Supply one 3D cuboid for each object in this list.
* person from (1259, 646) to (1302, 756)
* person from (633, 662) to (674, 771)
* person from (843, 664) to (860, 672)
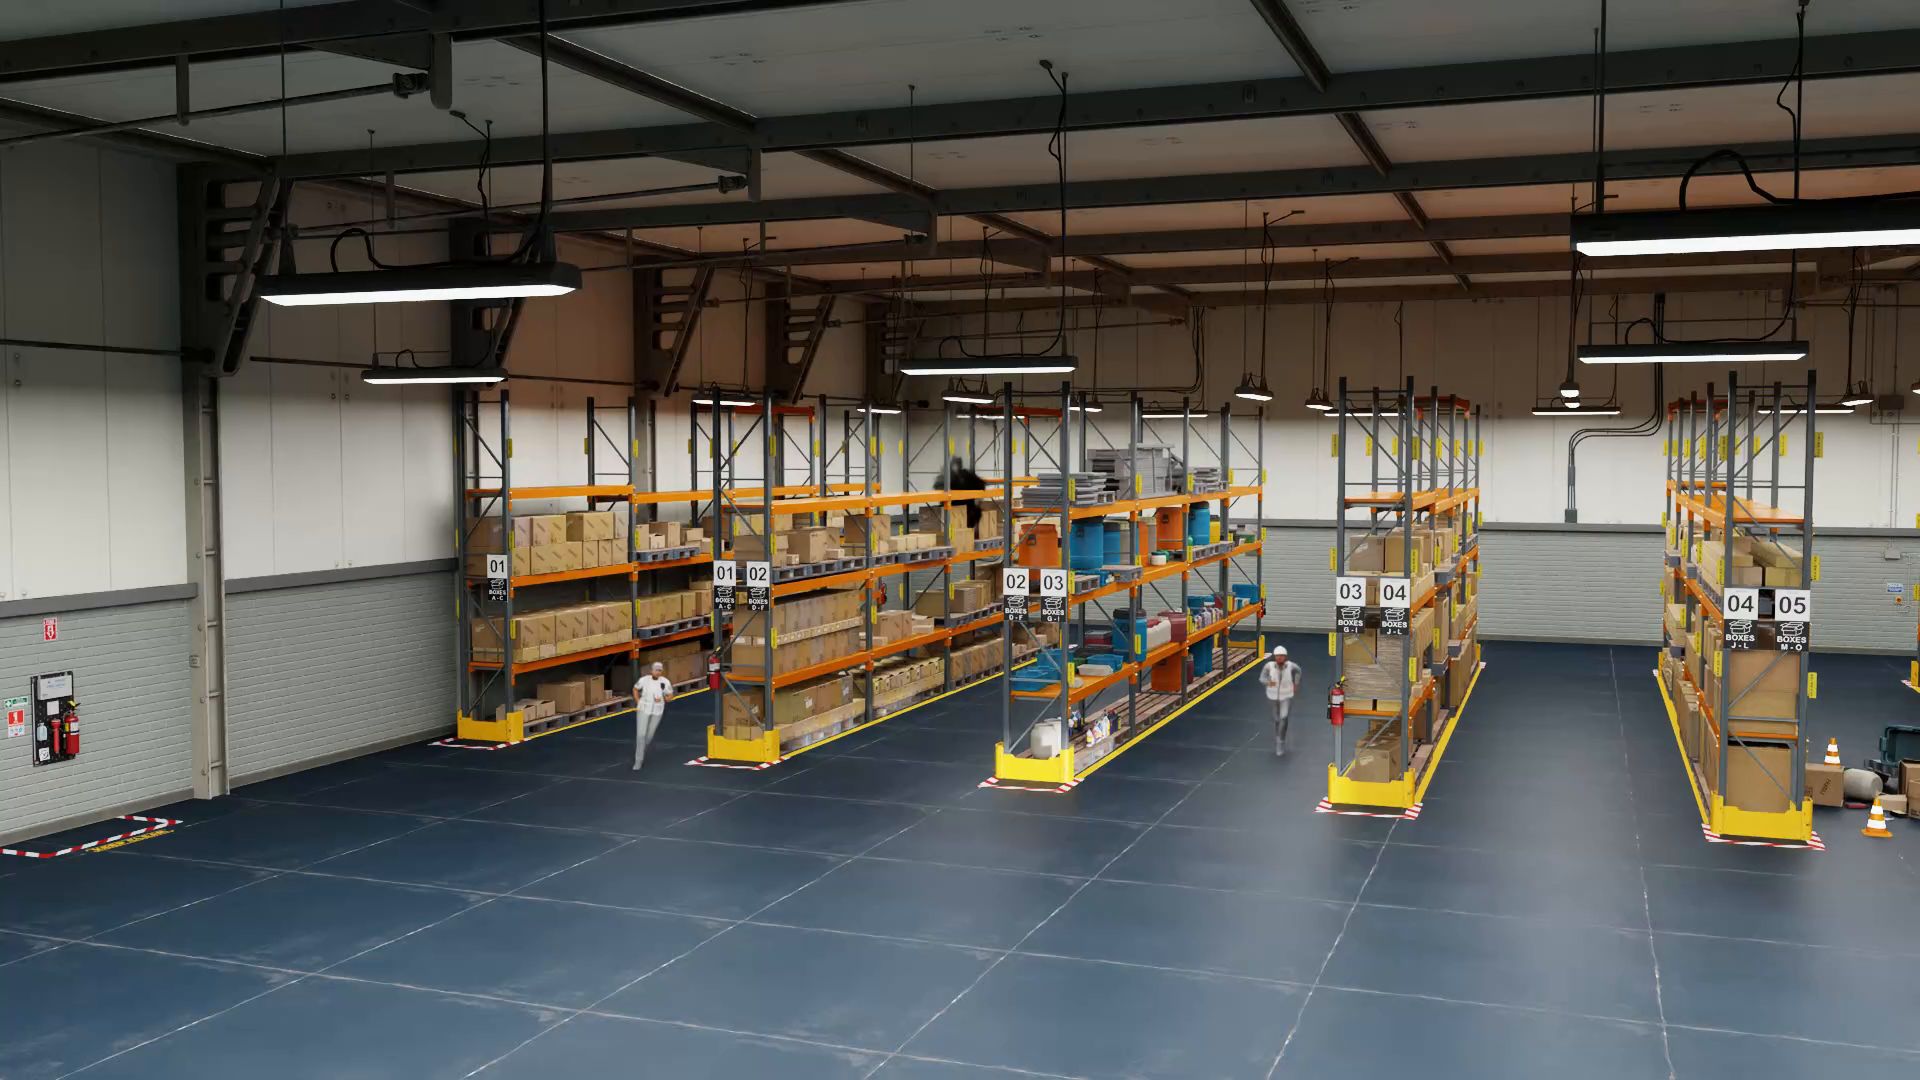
[{"bbox_3d":[5.302,2.621,27.514,0.657,1.787,1.013,1,3,19],"label":"person"},{"bbox_3d":[-4.885,2.755,26.285,0.700,1.668,0.811,-1,3,-20],"label":"person"},{"bbox_3d":[-2.269,2.242,34.934,0.593,1.754,0.754,1,3,11],"label":"person"}]
